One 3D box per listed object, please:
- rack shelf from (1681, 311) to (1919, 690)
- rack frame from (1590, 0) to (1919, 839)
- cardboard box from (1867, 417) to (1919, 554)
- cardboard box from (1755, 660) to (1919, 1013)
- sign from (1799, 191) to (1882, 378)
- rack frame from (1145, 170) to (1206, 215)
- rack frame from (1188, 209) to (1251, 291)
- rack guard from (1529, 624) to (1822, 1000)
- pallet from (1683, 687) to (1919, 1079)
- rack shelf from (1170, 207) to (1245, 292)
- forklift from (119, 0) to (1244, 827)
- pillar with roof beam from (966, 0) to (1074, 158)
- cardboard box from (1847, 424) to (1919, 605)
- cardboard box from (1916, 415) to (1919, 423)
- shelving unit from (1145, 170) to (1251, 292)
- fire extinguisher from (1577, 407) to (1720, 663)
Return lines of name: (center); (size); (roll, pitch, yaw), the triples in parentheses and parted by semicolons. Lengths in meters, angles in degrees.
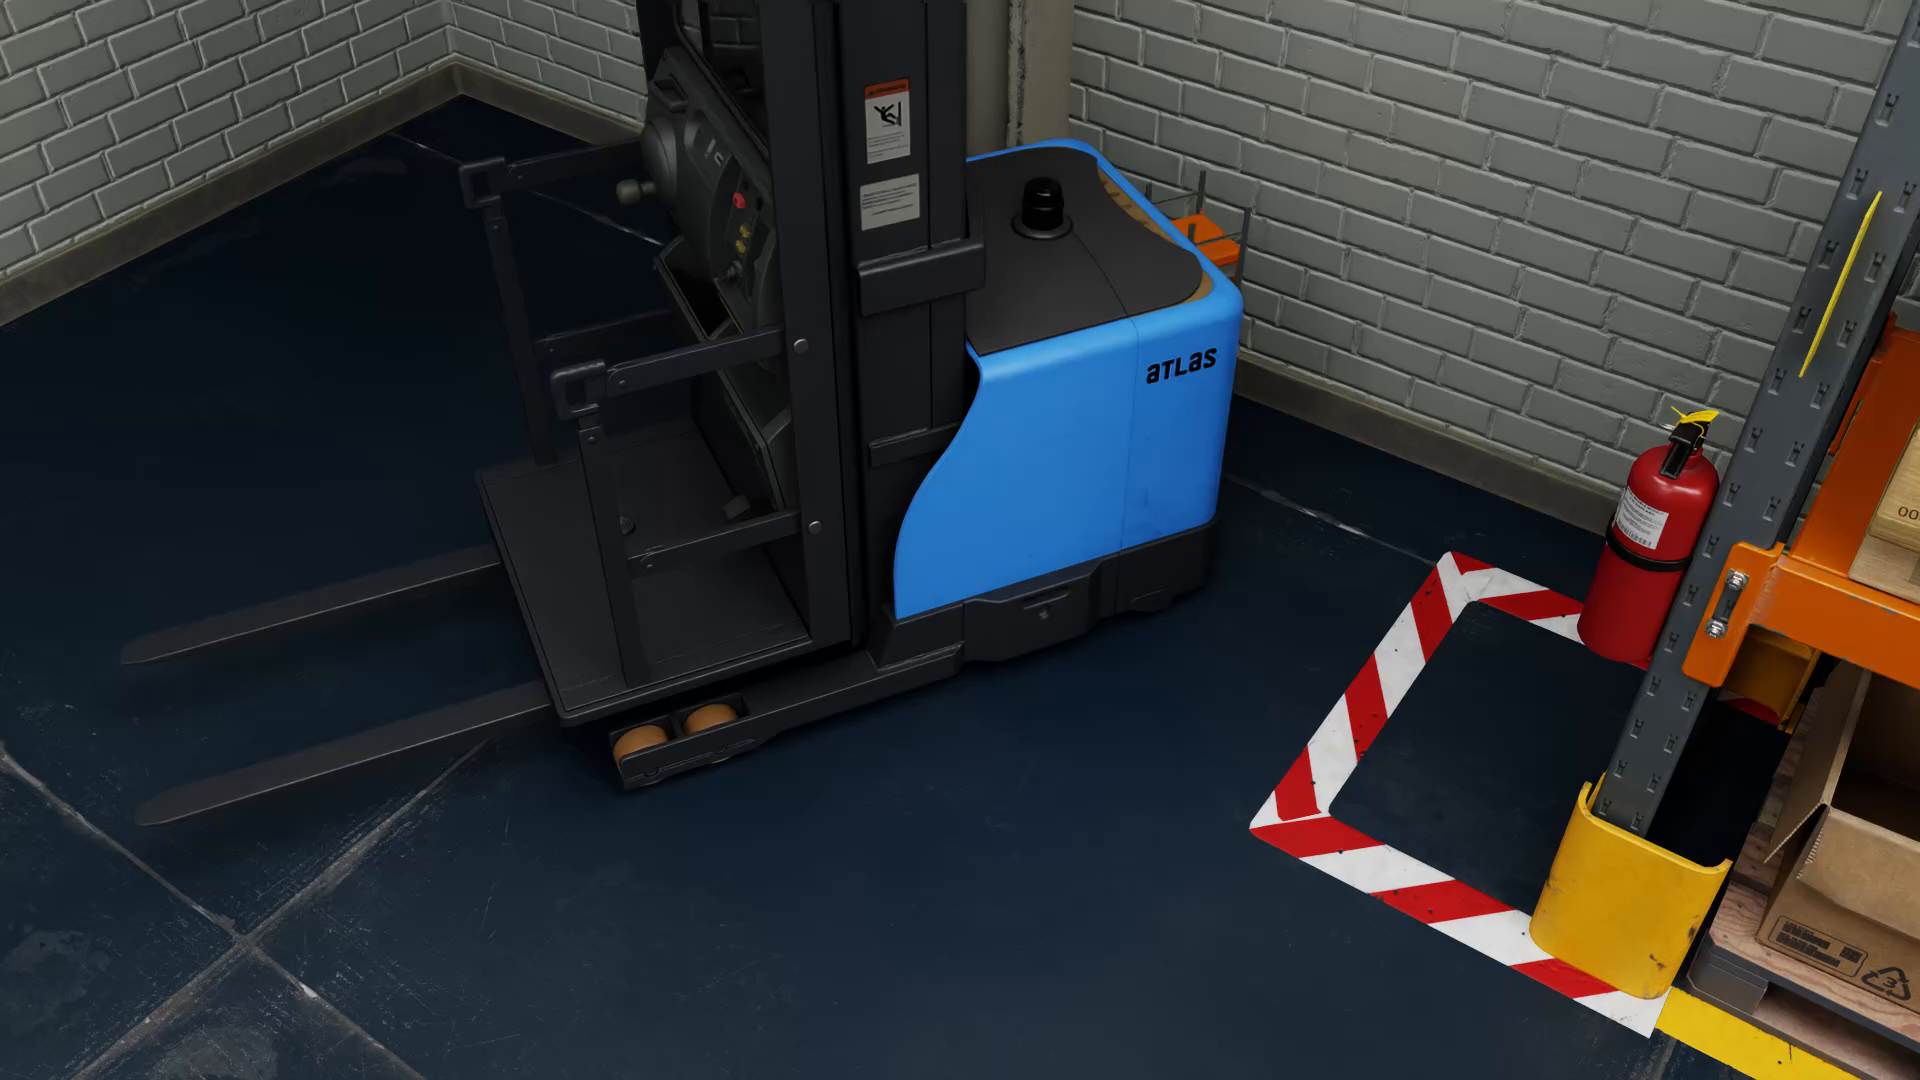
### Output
rack shelf: (3.448, 0.628, 2.838); (4.000, 0.370, 1.077); (25, 48, 25)
rack frame: (1.810, -0.405, 3.454); (0.127, 3.000, 1.000); (25, 48, 25)
cardboard box: (2.027, -0.140, 3.046); (0.500, 0.250, 0.500); (25, 48, 26)
cardboard box: (2.257, 0.654, 3.826); (0.637, 0.503, 0.797); (23, 47, 24)
sign: (1.499, -0.432, 2.834); (0.005, 0.325, 0.100); (25, 48, 25)
rack frame: (0.633, -0.668, 5.210); (0.200, 1.050, 0.008); (-17, 45, -18)
rack frame: (0.735, -0.521, 5.045); (0.200, 1.050, 0.008); (-17, 45, -18)
rack guard: (1.873, 0.555, 4.255); (0.348, 0.500, 1.175); (25, 48, 25)
pallet: (2.526, 0.968, 4.010); (1.213, 0.211, 1.003); (25, 48, 25)
rack shelf: (0.684, -0.798, 4.945); (0.215, 0.259, 0.240); (-17, 45, -18)
forklift: (-0.795, -0.830, 3.980); (3.031, 2.935, 1.130); (-17, 44, -18)
pillar with roof beam: (-2.352, -1.815, 0.530); (0.400, 9.000, 9.100); (25, 48, 25)
cardboard box: (1.922, -0.036, 3.229); (0.250, 0.149, 0.380); (25, 47, 25)
cardboard box: (2.236, -0.331, 3.559); (0.250, 0.149, 0.380); (25, 47, 25)
shelving unit: (0.684, -0.595, 5.127); (0.215, 1.050, 0.252); (-17, 45, -18)
fire extinguisher: (1.425, -0.042, 3.385); (0.183, 0.674, 0.296); (25, 48, 25)
